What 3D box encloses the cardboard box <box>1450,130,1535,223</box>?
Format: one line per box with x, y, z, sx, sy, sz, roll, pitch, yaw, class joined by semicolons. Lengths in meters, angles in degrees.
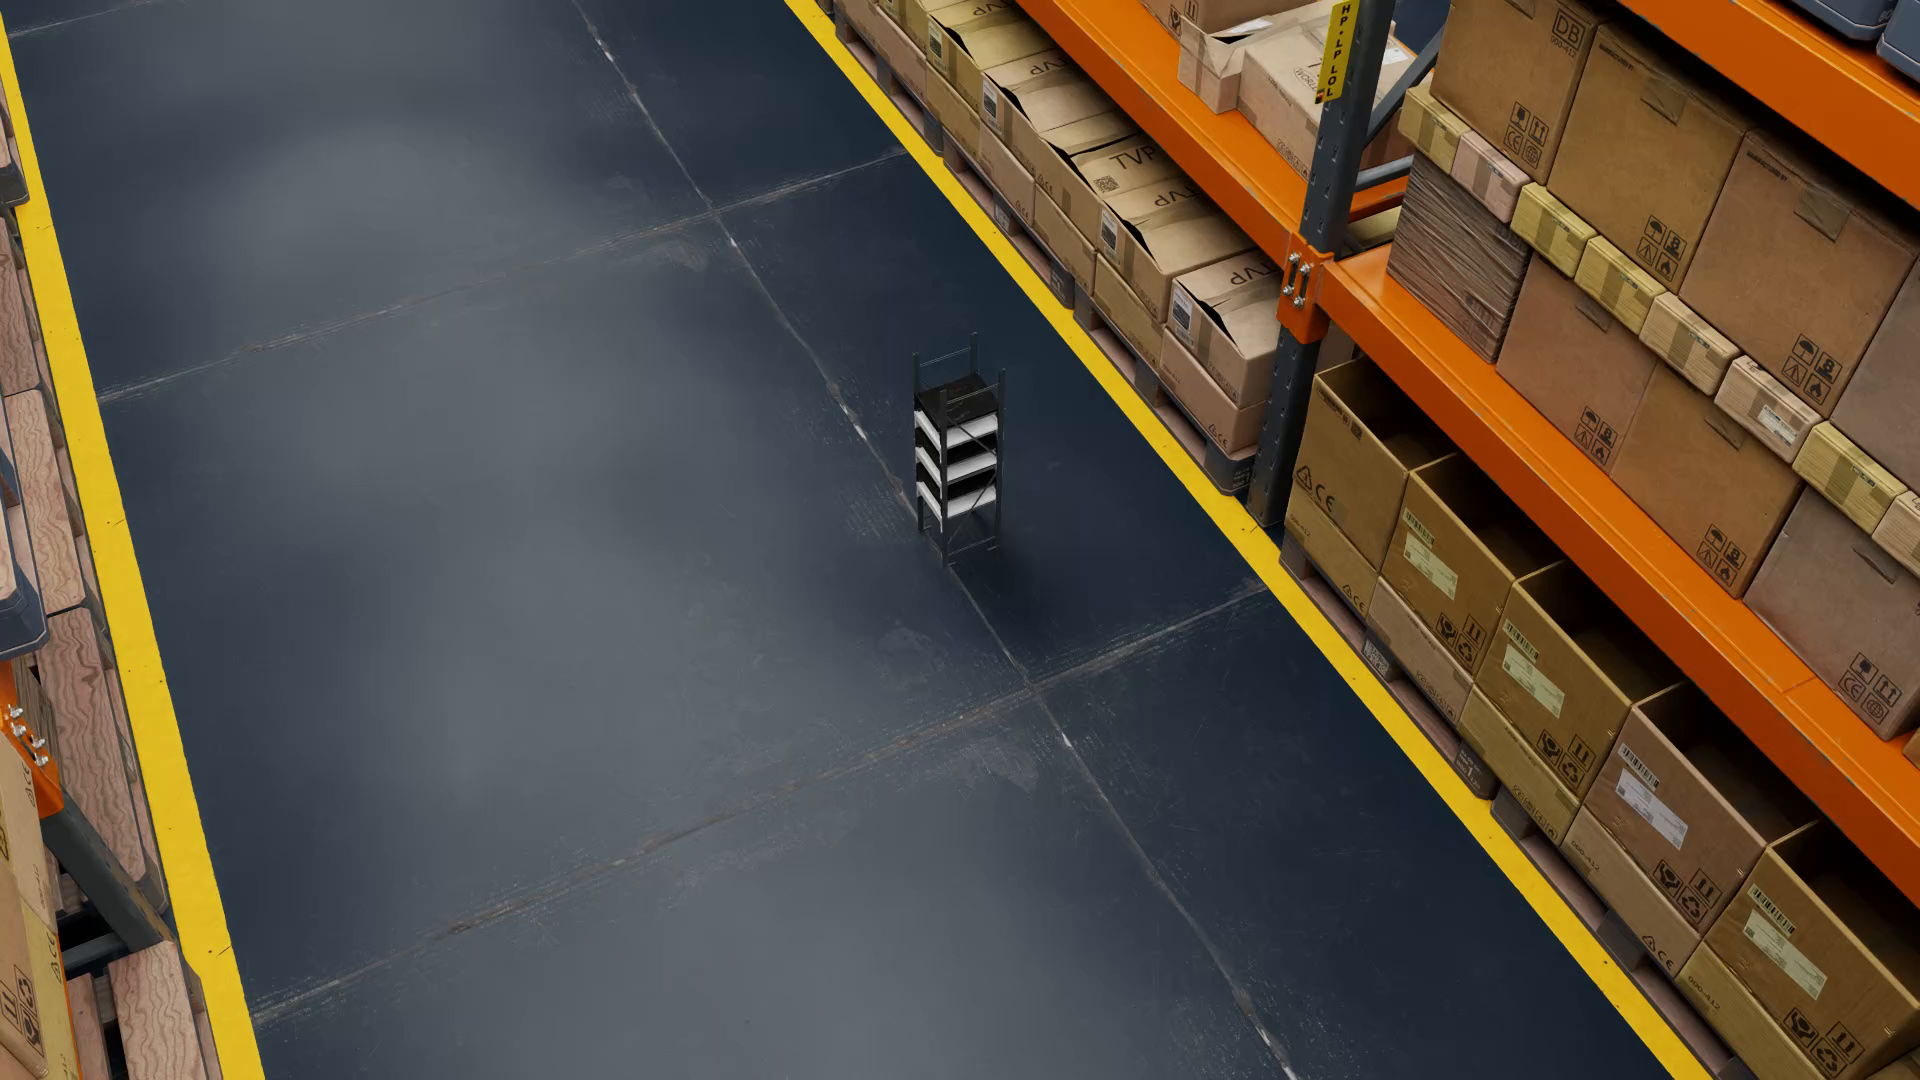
1.627;-1.071;4.696;0.380;0.149;0.250;-20;52;-17;cardboard box

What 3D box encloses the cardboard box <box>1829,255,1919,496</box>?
2.458;-0.396;3.675;0.700;0.500;0.500;-21;52;-17;cardboard box

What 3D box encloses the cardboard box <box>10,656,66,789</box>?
-3.194;0.661;5.047;0.700;0.500;0.500;-20;52;-16;cardboard box

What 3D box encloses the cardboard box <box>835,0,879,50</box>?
-0.291;-2.697;8.164;0.500;0.250;0.500;-21;52;-18;cardboard box

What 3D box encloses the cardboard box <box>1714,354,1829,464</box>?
2.105;-0.377;4.090;0.380;0.149;0.250;-23;53;-19;cardboard box

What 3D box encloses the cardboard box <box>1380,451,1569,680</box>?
1.730;0.032;5.279;0.500;0.500;0.500;-21;52;-18;cardboard box

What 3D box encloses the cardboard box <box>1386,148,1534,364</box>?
1.769;-0.977;5.045;0.700;0.500;0.500;-22;53;-18;cardboard box

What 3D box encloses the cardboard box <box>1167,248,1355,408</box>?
1.121;-0.829;6.157;0.500;0.311;0.500;-21;52;-18;cardboard box

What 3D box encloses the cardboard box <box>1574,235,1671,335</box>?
1.867;-0.723;4.393;0.380;0.149;0.250;-22;52;-18;cardboard box

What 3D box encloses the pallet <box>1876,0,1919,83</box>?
2.528;-0.820;3.040;1.003;0.211;1.213;-21;52;-18;pallet

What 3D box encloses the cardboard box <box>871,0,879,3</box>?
-0.291;-2.882;7.953;0.500;0.311;0.500;-20;52;-16;cardboard box

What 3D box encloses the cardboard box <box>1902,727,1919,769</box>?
2.722;0.405;3.837;0.700;0.500;0.500;-21;52;-17;cardboard box

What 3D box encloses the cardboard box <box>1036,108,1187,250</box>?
0.651;-1.509;6.753;0.500;0.311;0.500;-21;52;-18;cardboard box

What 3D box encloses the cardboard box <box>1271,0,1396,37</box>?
1.337;-1.819;6.015;0.380;0.149;0.250;-21;52;-18;cardboard box

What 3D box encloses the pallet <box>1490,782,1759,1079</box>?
2.450;1.044;5.197;1.003;0.211;1.213;-21;52;-18;pallet

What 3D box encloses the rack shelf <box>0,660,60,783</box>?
-3.757;-0.632;5.288;1.077;0.370;4.000;-21;52;-18;rack shelf

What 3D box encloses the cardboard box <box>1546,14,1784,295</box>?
2.002;-1.066;4.261;0.700;0.500;0.500;-21;52;-18;cardboard box

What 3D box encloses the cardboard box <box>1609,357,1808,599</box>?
2.243;-0.289;4.443;0.700;0.500;0.500;-20;52;-17;cardboard box

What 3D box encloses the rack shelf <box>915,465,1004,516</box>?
-0.004;-0.221;6.009;0.258;0.077;0.200;-21;52;-18;rack shelf

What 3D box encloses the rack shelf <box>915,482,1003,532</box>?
-0.004;-0.161;6.077;0.258;0.077;0.200;-21;52;-18;rack shelf

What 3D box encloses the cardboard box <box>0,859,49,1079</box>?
-2.117;0.808;3.139;0.500;0.500;0.500;-21;52;-18;cardboard box

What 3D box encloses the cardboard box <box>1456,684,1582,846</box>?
1.952;0.616;5.266;0.500;0.250;0.500;-21;52;-18;cardboard box

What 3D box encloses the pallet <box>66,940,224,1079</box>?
-2.503;1.825;4.513;1.003;0.211;1.213;-21;52;-18;pallet

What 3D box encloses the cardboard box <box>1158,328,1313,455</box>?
1.113;-0.649;6.373;0.500;0.250;0.500;-22;52;-18;cardboard box

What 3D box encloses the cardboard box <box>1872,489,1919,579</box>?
2.335;-0.035;3.791;0.380;0.149;0.250;-22;52;-18;cardboard box

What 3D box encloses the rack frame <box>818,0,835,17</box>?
-0.270;-3.916;7.682;1.000;3.000;0.127;-21;52;-18;rack frame

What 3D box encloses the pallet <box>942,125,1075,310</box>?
0.627;-1.618;7.525;1.003;0.211;1.213;-21;52;-18;pallet

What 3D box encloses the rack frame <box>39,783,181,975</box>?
-2.842;0.470;3.846;1.000;3.000;0.127;-21;52;-18;rack frame

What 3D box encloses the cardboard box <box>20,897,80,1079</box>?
-2.135;1.062;3.415;0.500;0.250;0.500;-21;52;-17;cardboard box

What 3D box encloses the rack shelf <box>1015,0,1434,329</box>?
0.646;-2.340;6.782;1.077;0.370;4.000;-21;52;-18;rack shelf

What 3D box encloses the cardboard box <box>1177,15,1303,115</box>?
0.995;-1.720;5.850;0.396;0.266;0.258;-22;52;-18;cardboard box

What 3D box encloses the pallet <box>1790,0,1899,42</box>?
1.974;-1.635;3.753;1.003;0.211;1.213;-21;52;-18;pallet

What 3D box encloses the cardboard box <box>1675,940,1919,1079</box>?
2.413;1.284;4.682;0.500;0.250;0.500;-21;52;-18;cardboard box

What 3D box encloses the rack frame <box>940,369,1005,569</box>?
0.043;-0.234;5.857;0.240;0.900;0.006;-21;52;-18;rack frame

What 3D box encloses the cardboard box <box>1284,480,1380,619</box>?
1.503;-0.057;5.855;0.500;0.250;0.500;-21;52;-18;cardboard box

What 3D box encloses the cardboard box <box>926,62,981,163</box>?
0.183;-2.015;7.567;0.500;0.250;0.500;-22;53;-18;cardboard box

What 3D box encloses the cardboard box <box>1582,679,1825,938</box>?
2.183;0.703;4.692;0.500;0.500;0.500;-21;52;-18;cardboard box

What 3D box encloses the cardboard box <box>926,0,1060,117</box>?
0.188;-2.191;7.349;0.500;0.311;0.500;-22;53;-18;cardboard box

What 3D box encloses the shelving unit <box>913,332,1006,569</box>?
-0.004;-0.302;5.916;0.258;0.900;0.210;-21;52;-18;shelving unit

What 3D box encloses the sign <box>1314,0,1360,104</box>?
1.083;-1.400;4.765;0.100;0.325;0.005;-21;52;-18;sign

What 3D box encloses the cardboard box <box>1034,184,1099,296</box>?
0.649;-1.331;6.969;0.500;0.250;0.500;-20;52;-17;cardboard box

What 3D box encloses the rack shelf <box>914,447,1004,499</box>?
-0.004;-0.280;5.941;0.258;0.077;0.200;-21;52;-18;rack shelf

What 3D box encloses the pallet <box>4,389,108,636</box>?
-3.762;0.050;6.066;1.003;0.211;1.213;-21;52;-18;pallet
